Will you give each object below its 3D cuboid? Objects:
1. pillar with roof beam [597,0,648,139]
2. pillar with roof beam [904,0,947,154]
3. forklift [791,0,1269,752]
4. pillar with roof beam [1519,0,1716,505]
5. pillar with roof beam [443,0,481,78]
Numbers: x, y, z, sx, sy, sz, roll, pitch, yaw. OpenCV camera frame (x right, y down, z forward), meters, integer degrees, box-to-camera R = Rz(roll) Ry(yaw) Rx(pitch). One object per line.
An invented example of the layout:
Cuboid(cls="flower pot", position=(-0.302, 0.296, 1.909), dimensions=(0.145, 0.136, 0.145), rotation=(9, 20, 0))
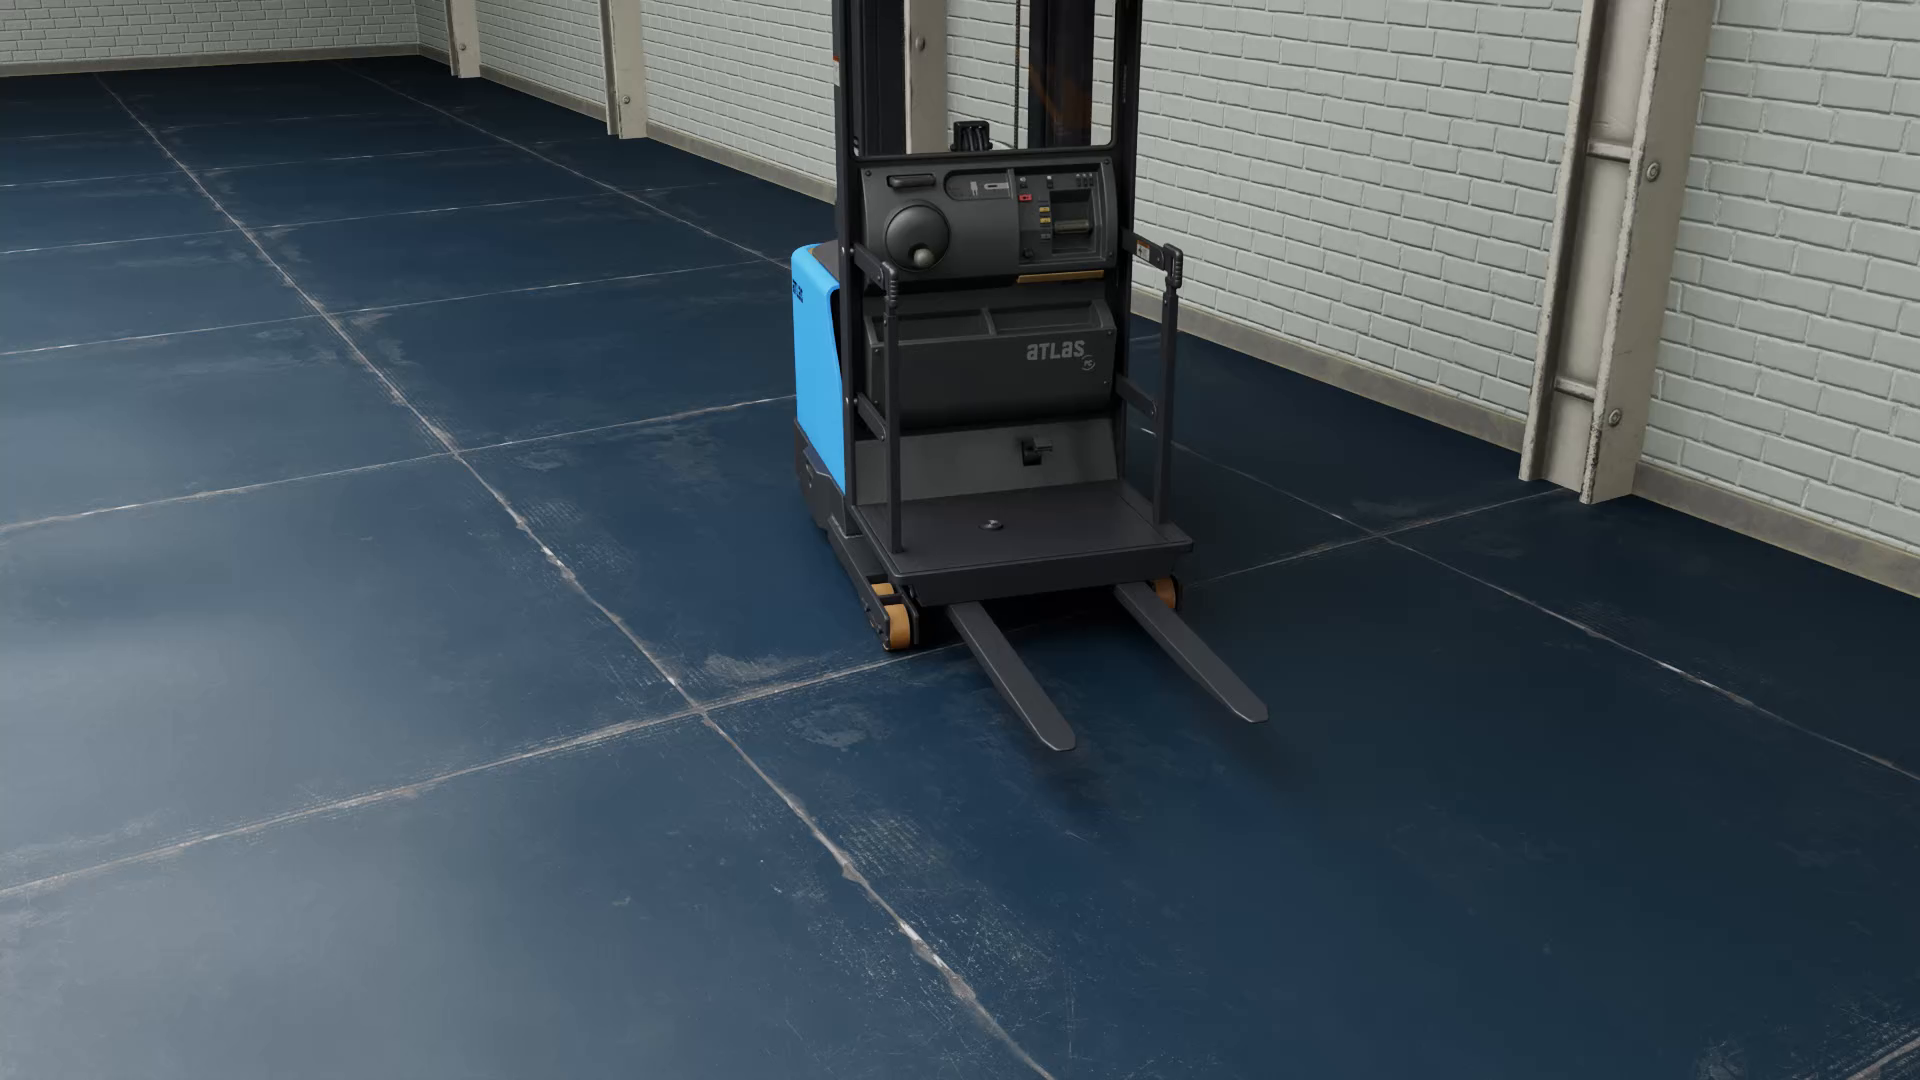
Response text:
Cuboid(cls="pillar with roof beam", position=(-7.082, -7.471, 13.242), dimensions=(9.100, 9.000, 0.400), rotation=(-13, 25, -28))
Cuboid(cls="pillar with roof beam", position=(-4.017, -5.529, 8.463), dimensions=(9.100, 9.000, 0.400), rotation=(-13, 25, -28))
Cuboid(cls="forklift", position=(0.173, -1.133, 5.706), dimensions=(1.130, 2.935, 3.031), rotation=(-6, 23, -15))
Cuboid(cls="pillar with roof beam", position=(-0.952, -3.587, 3.685), dimensions=(9.100, 9.000, 0.400), rotation=(-13, 25, -28))
Cuboid(cls="pillar with roof beam", position=(-10.147, -9.413, 18.020), dimensions=(9.100, 9.000, 0.400), rotation=(-13, 25, -28))
